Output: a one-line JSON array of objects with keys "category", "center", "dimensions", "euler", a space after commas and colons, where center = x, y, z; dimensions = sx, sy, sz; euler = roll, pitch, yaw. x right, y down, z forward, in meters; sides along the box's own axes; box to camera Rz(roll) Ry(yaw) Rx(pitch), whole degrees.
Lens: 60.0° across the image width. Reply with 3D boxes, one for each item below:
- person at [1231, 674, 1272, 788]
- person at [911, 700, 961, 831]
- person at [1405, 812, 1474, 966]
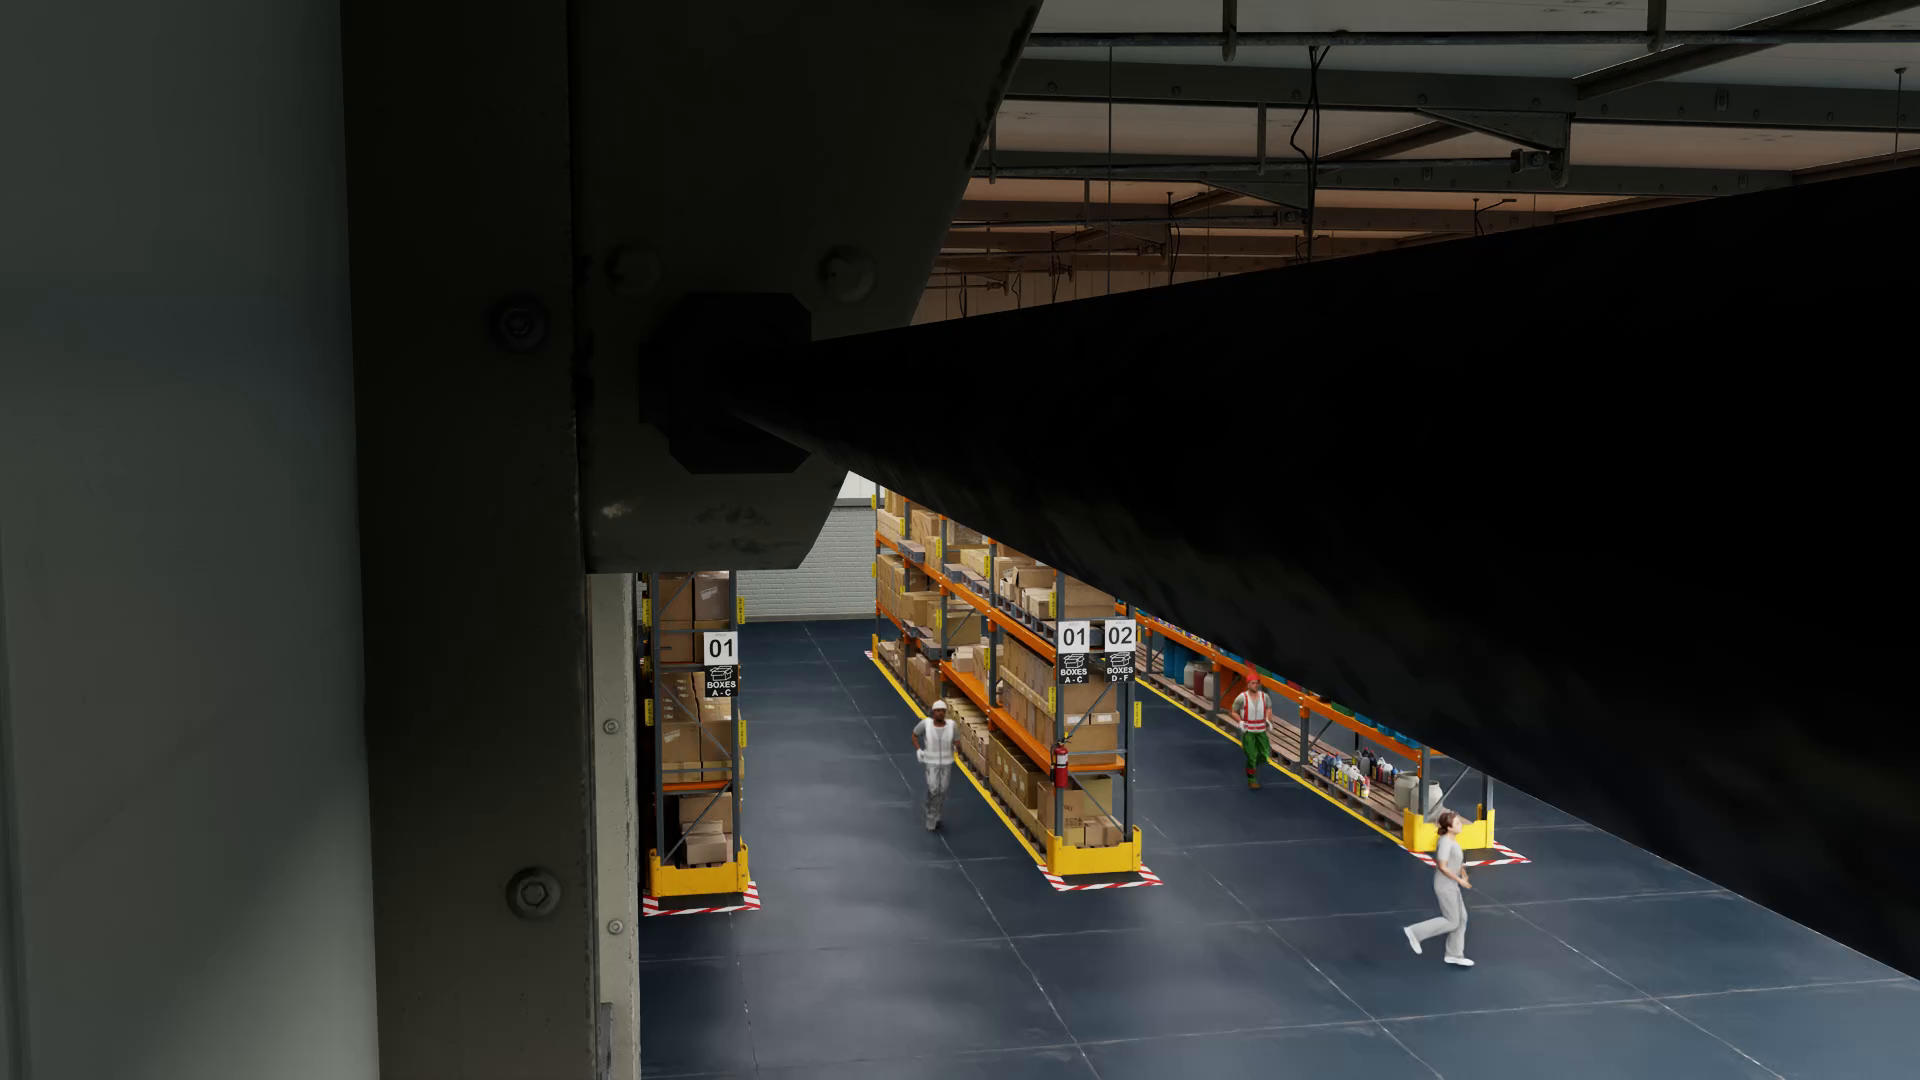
[{"category": "person", "center": [4.431, 2.883, 25.144], "dimensions": [0.636, 1.741, 0.586], "euler": [-1, 6, -8]}, {"category": "person", "center": [-0.296, 3.105, 22.912], "dimensions": [0.655, 1.807, 0.729], "euler": [-1, 6, -14]}, {"category": "person", "center": [5.140, 3.707, 17.764], "dimensions": [0.722, 1.652, 0.572], "euler": [2, 6, 16]}]
